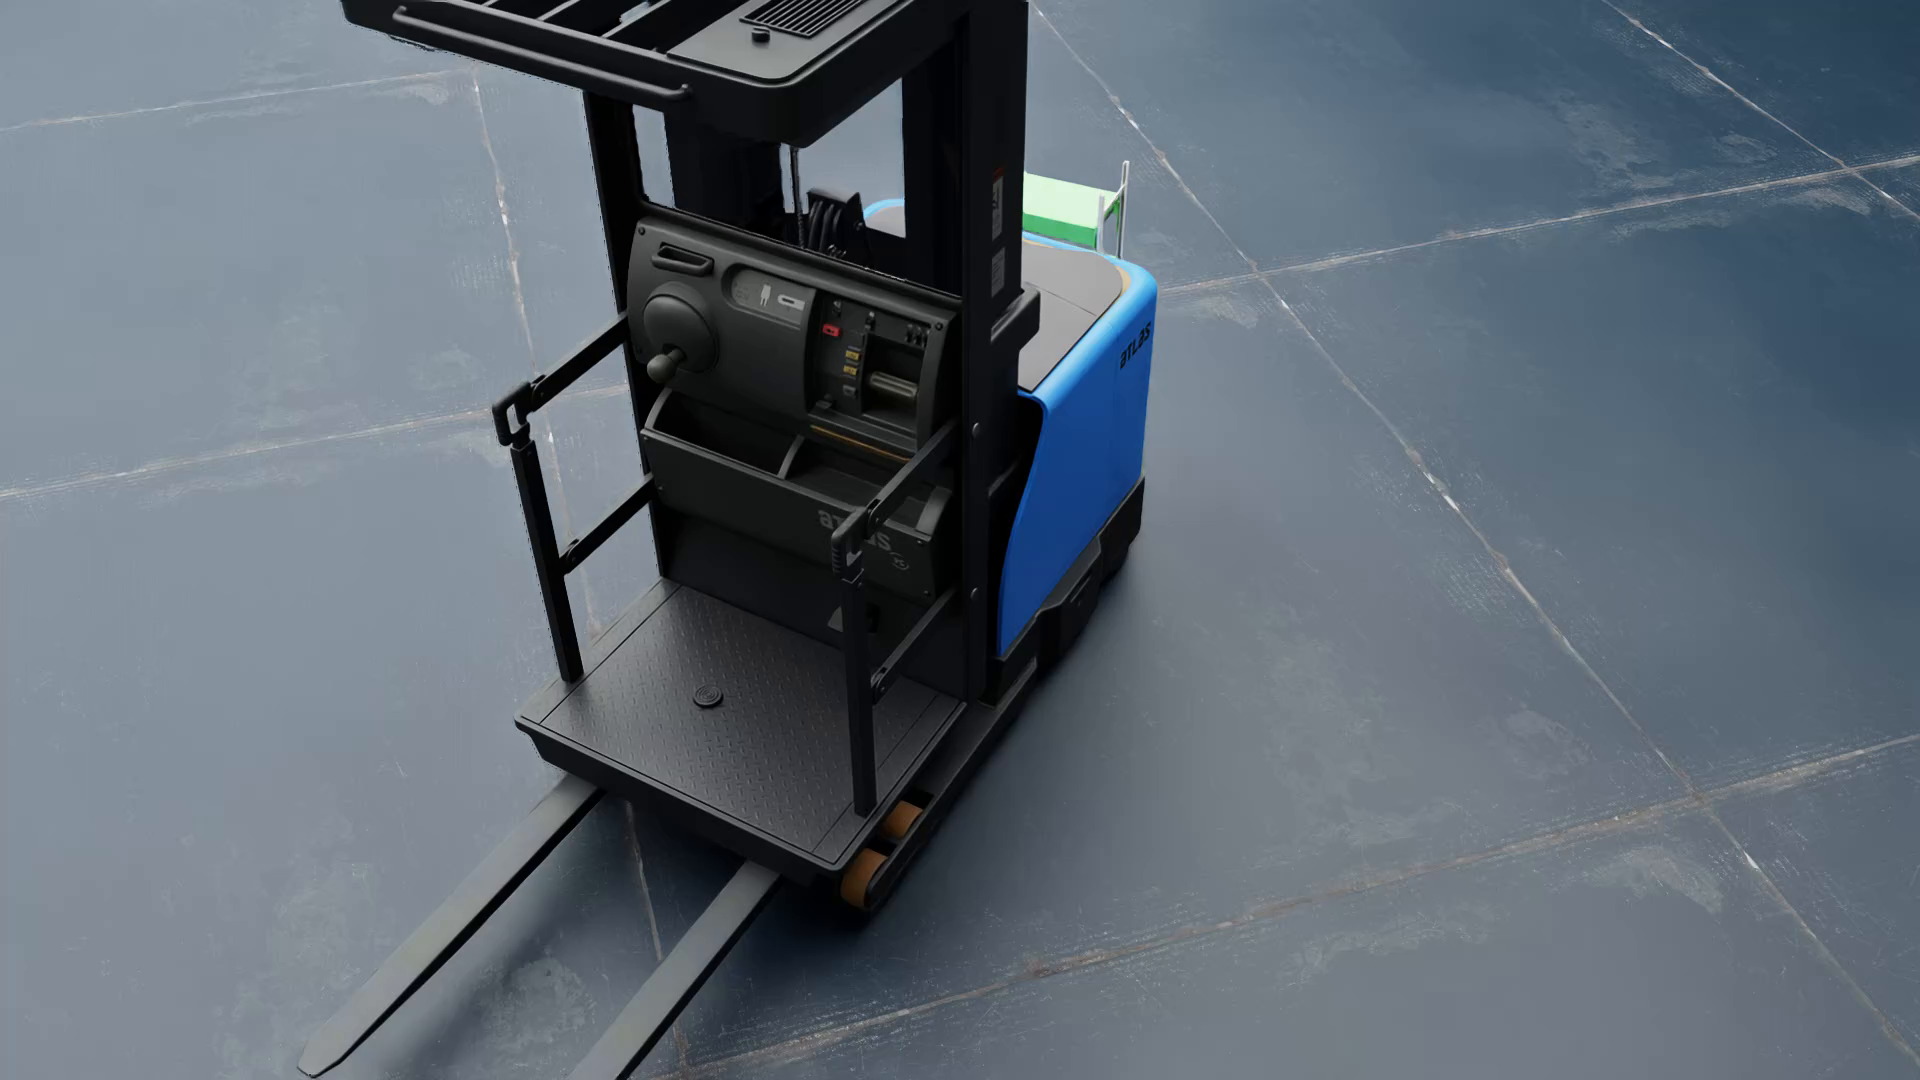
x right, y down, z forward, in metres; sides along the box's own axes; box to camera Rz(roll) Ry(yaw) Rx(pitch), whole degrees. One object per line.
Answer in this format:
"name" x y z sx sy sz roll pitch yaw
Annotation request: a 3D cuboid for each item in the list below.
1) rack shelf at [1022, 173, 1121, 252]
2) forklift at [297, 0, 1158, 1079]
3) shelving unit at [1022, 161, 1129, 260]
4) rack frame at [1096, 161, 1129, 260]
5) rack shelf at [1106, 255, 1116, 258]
"rack shelf" 0.263 -1.065 5.424 0.480 0.148 0.258 16 44 18
"forklift" -0.548 -0.434 4.019 1.130 2.935 3.031 21 45 22
"shelving unit" 0.263 -0.752 5.698 0.503 1.200 0.258 16 44 18
"rack frame" 0.485 -0.686 5.623 0.015 1.200 0.240 16 44 18
"rack shelf" 0.263 -0.884 5.582 0.480 0.148 0.258 16 44 18
